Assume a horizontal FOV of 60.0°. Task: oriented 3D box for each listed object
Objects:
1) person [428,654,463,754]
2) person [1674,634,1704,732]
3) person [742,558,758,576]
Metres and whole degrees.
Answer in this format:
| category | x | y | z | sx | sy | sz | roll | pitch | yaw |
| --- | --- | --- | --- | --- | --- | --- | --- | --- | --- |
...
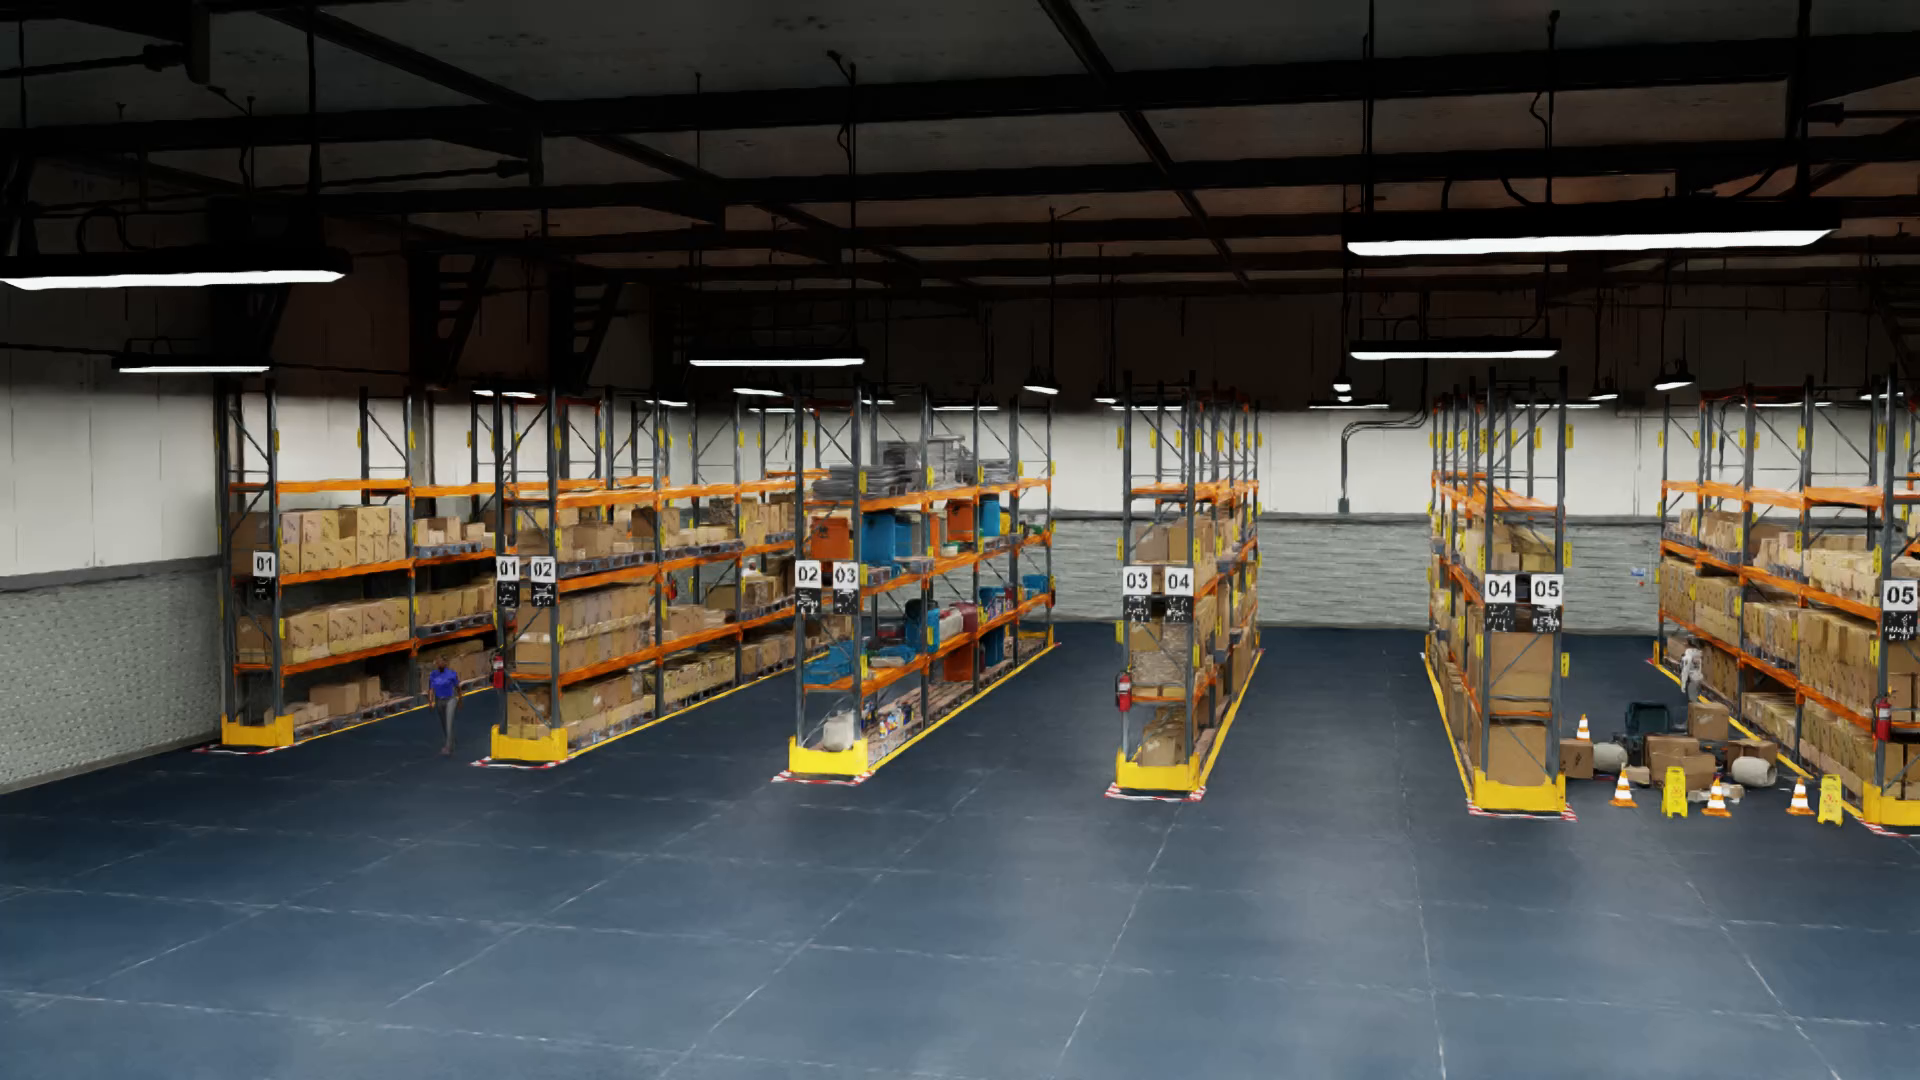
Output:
| category | x | y | z | sx | sy | sz | roll | pitch | yaw |
| --- | --- | --- | --- | --- | --- | --- | --- | --- | --- |
| person | -8.248 | 2.651 | 26.594 | 0.465 | 1.464 | 1.033 | 0 | 3 | 6 |
| person | 12.509 | 2.444 | 28.497 | 0.544 | 1.667 | 0.572 | 3 | 5 | 43 |
| person | -5.698 | 1.360 | 45.877 | 0.740 | 1.754 | 0.569 | -3 | 4 | -38 |
